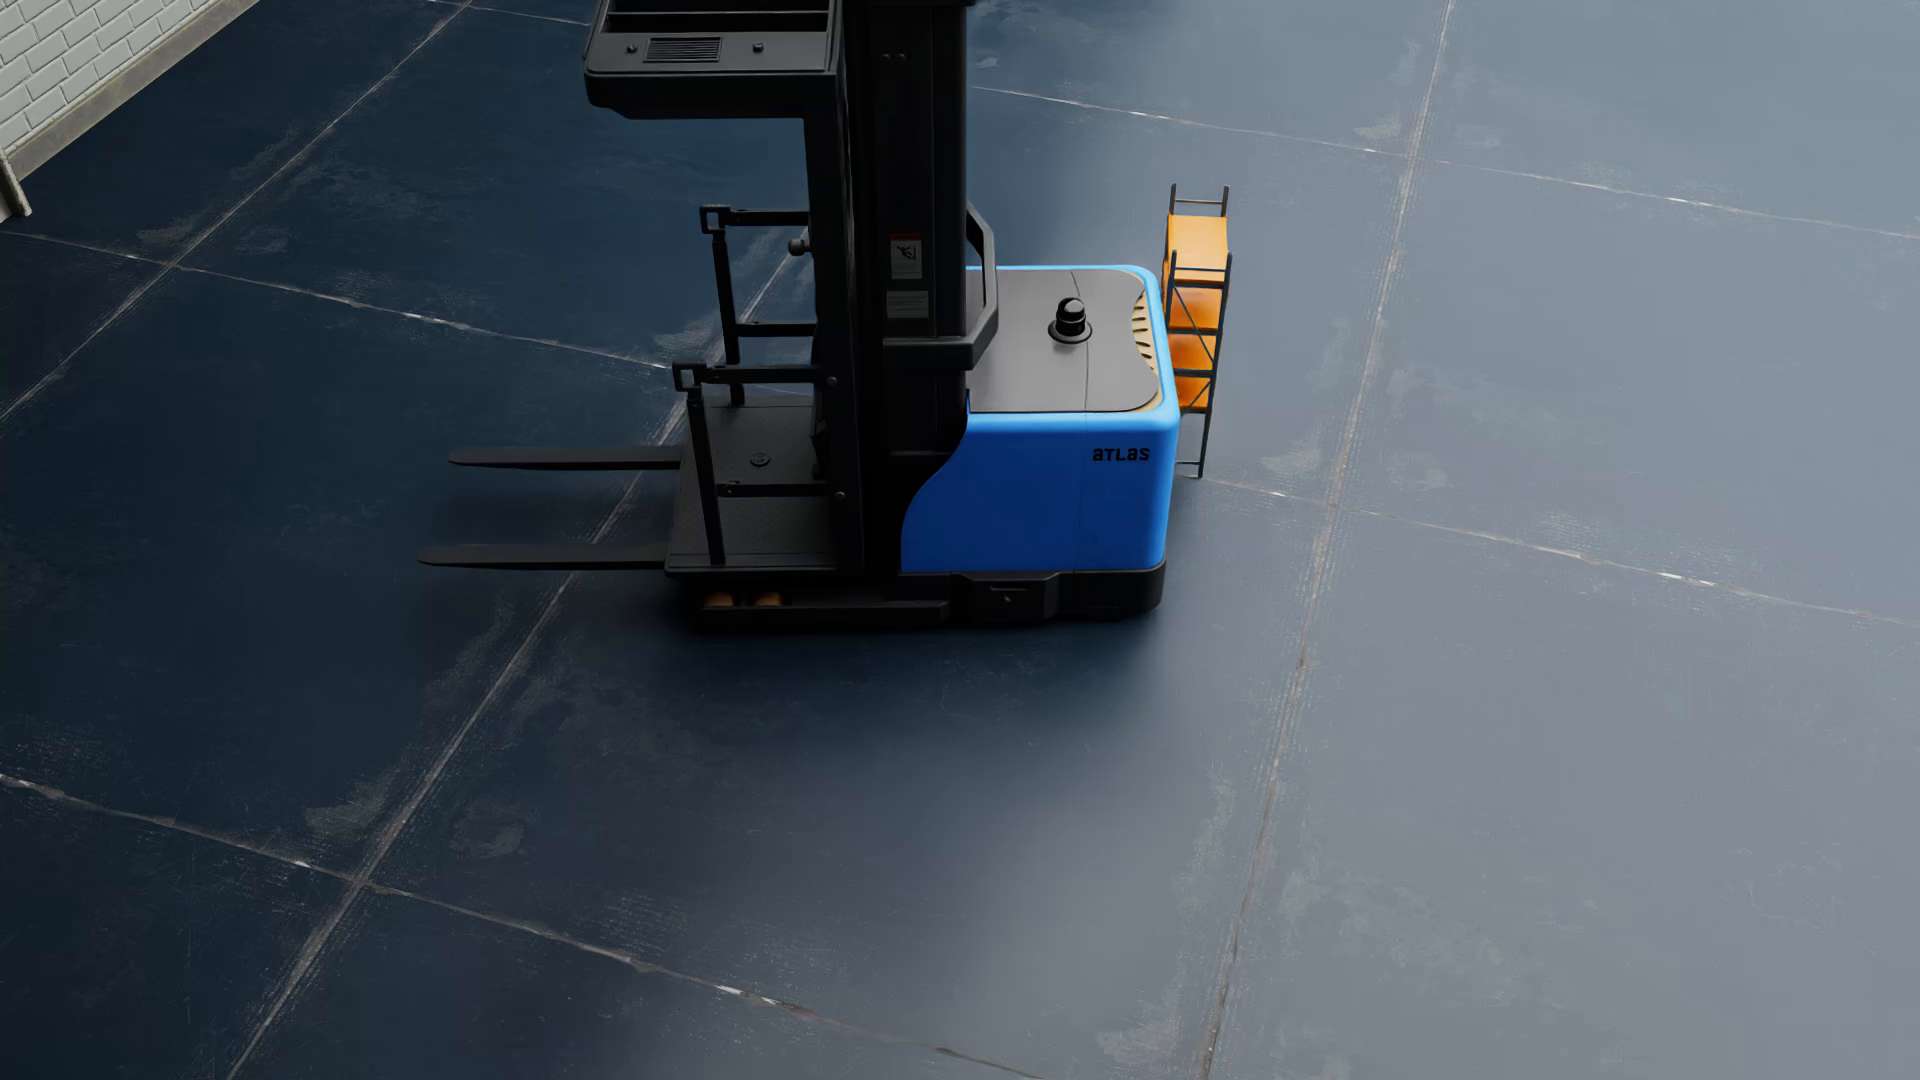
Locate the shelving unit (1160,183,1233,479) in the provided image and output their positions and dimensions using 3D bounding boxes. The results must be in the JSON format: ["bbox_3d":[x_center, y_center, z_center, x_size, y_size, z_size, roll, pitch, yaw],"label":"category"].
[{"bbox_3d":[0.984,-0.884,7.195,0.258,1.200,0.503,3,44,4],"label":"shelving unit"}]

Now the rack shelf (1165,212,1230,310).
[{"bbox_3d":[0.984,-1.165,6.920,0.258,0.148,0.480,3,44,4],"label":"rack shelf"}]

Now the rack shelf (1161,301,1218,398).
[{"bbox_3d":[0.984,-0.836,7.242,0.258,0.148,0.480,3,44,4],"label":"rack shelf"}]

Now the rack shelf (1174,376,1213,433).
[{"bbox_3d":[0.984,-0.694,7.381,0.258,0.148,0.480,3,44,4],"label":"rack shelf"}]

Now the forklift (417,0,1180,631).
[{"bbox_3d":[-0.693,-1.052,6.128,3.031,2.935,1.130,-1,44,-1],"label":"forklift"}]

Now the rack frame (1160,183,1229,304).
[{"bbox_3d":[1.005,-1.054,7.369,0.240,1.200,0.015,3,44,4],"label":"rack frame"}]

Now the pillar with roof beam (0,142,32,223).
[{"bbox_3d":[-1.097,-3.976,4.778,9.100,9.000,0.400,13,46,13],"label":"pillar with roof beam"}]

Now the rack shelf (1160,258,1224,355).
[{"bbox_3d":[0.984,-0.996,7.086,0.258,0.148,0.480,3,44,4],"label":"rack shelf"}]

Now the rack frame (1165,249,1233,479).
[{"bbox_3d":[0.962,-0.714,7.021,0.240,1.200,0.015,3,44,4],"label":"rack frame"}]
